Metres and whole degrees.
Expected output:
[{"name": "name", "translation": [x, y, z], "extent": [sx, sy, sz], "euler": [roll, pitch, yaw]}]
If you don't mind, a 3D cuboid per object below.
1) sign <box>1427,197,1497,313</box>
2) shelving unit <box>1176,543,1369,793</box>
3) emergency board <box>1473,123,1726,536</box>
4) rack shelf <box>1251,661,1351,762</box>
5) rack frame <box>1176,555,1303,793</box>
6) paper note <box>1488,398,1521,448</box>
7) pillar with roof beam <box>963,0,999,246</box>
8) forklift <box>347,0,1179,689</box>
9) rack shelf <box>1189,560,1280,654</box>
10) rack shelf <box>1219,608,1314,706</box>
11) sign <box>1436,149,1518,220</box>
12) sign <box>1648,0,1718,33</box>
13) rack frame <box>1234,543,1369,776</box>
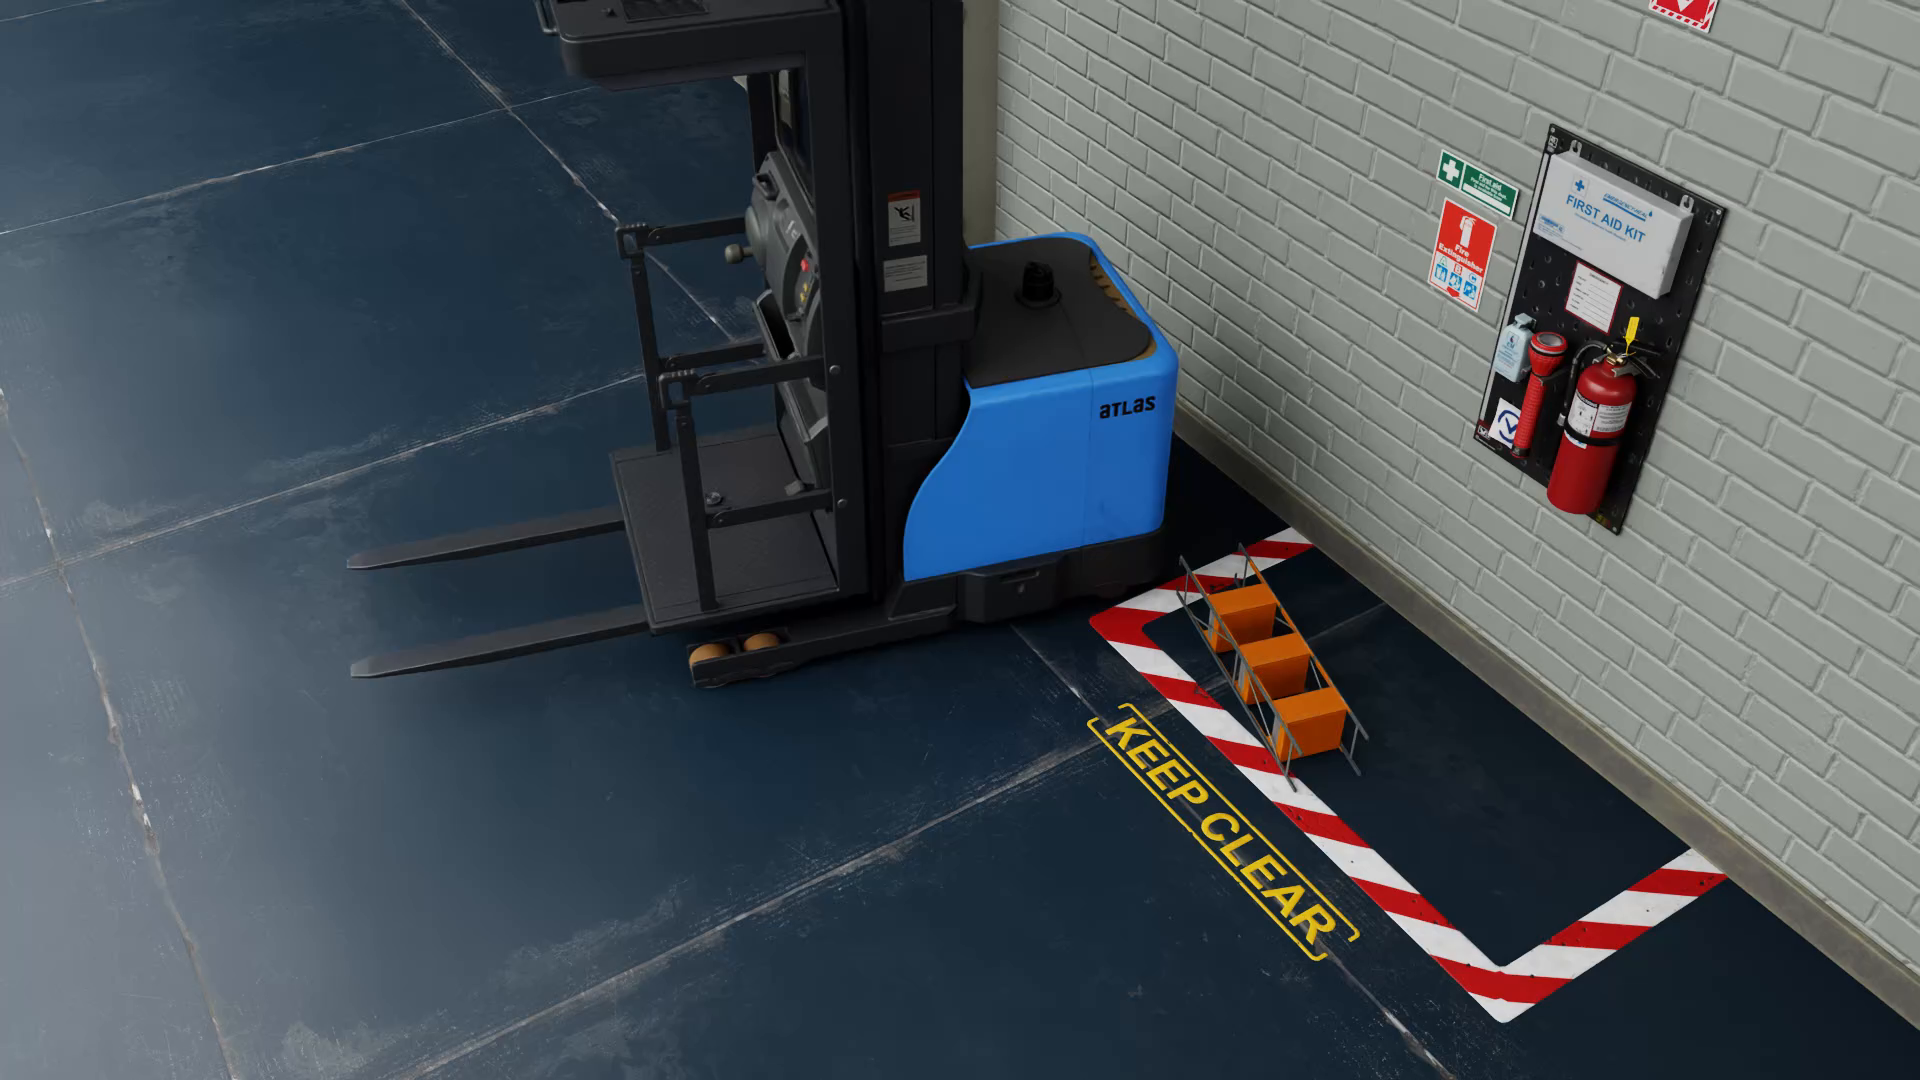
[{"name": "sign", "translation": [1.661, -0.945, 5.513], "extent": [0.001, 0.329, 0.234], "euler": [-22, 45, -24]}, {"name": "shelving unit", "translation": [1.112, 0.438, 6.042], "extent": [0.252, 0.215, 1.050], "euler": [-12, 42, -12]}, {"name": "emergency board", "translation": [1.872, -0.597, 5.123], "extent": [0.194, 1.169, 0.643], "euler": [-22, 45, -24]}, {"name": "rack shelf", "translation": [1.191, 0.609, 5.844], "extent": [0.240, 0.215, 0.259], "euler": [-12, 42, -12]}, {"name": "rack frame", "translation": [0.995, 0.462, 6.016], "extent": [0.008, 0.200, 1.050], "euler": [-12, 42, -12]}, {"name": "paper note", "translation": [1.835, -0.378, 5.548], "extent": [0.016, 0.148, 0.142], "euler": [-22, 45, -24]}, {"name": "pillar with roof beam", "translation": [-3.687, -3.311, 3.694], "extent": [9.100, 9.000, 0.400], "euler": [-22, 45, -24]}, {"name": "forklift", "translation": [-0.784, -0.962, 5.615], "extent": [3.031, 2.935, 1.130], "euler": [-11, 41, -13]}, {"name": "rack shelf", "translation": [1.028, 0.258, 6.251], "extent": [0.240, 0.215, 0.259], "euler": [-12, 42, -12]}, {"name": "rack shelf", "translation": [1.109, 0.432, 6.049], "extent": [0.240, 0.215, 0.259], "euler": [-12, 42, -12]}, {"name": "sign", "translation": [1.656, -1.143, 5.336], "extent": [0.001, 0.109, 0.331], "euler": [-22, 45, -24]}, {"name": "sign", "translation": [1.952, -1.526, 4.427], "extent": [0.001, 0.298, 0.199], "euler": [-22, 45, -24]}, {"name": "rack frame", "translation": [1.228, 0.414, 6.068], "extent": [0.008, 0.200, 1.050], "euler": [-12, 42, -12]}]
